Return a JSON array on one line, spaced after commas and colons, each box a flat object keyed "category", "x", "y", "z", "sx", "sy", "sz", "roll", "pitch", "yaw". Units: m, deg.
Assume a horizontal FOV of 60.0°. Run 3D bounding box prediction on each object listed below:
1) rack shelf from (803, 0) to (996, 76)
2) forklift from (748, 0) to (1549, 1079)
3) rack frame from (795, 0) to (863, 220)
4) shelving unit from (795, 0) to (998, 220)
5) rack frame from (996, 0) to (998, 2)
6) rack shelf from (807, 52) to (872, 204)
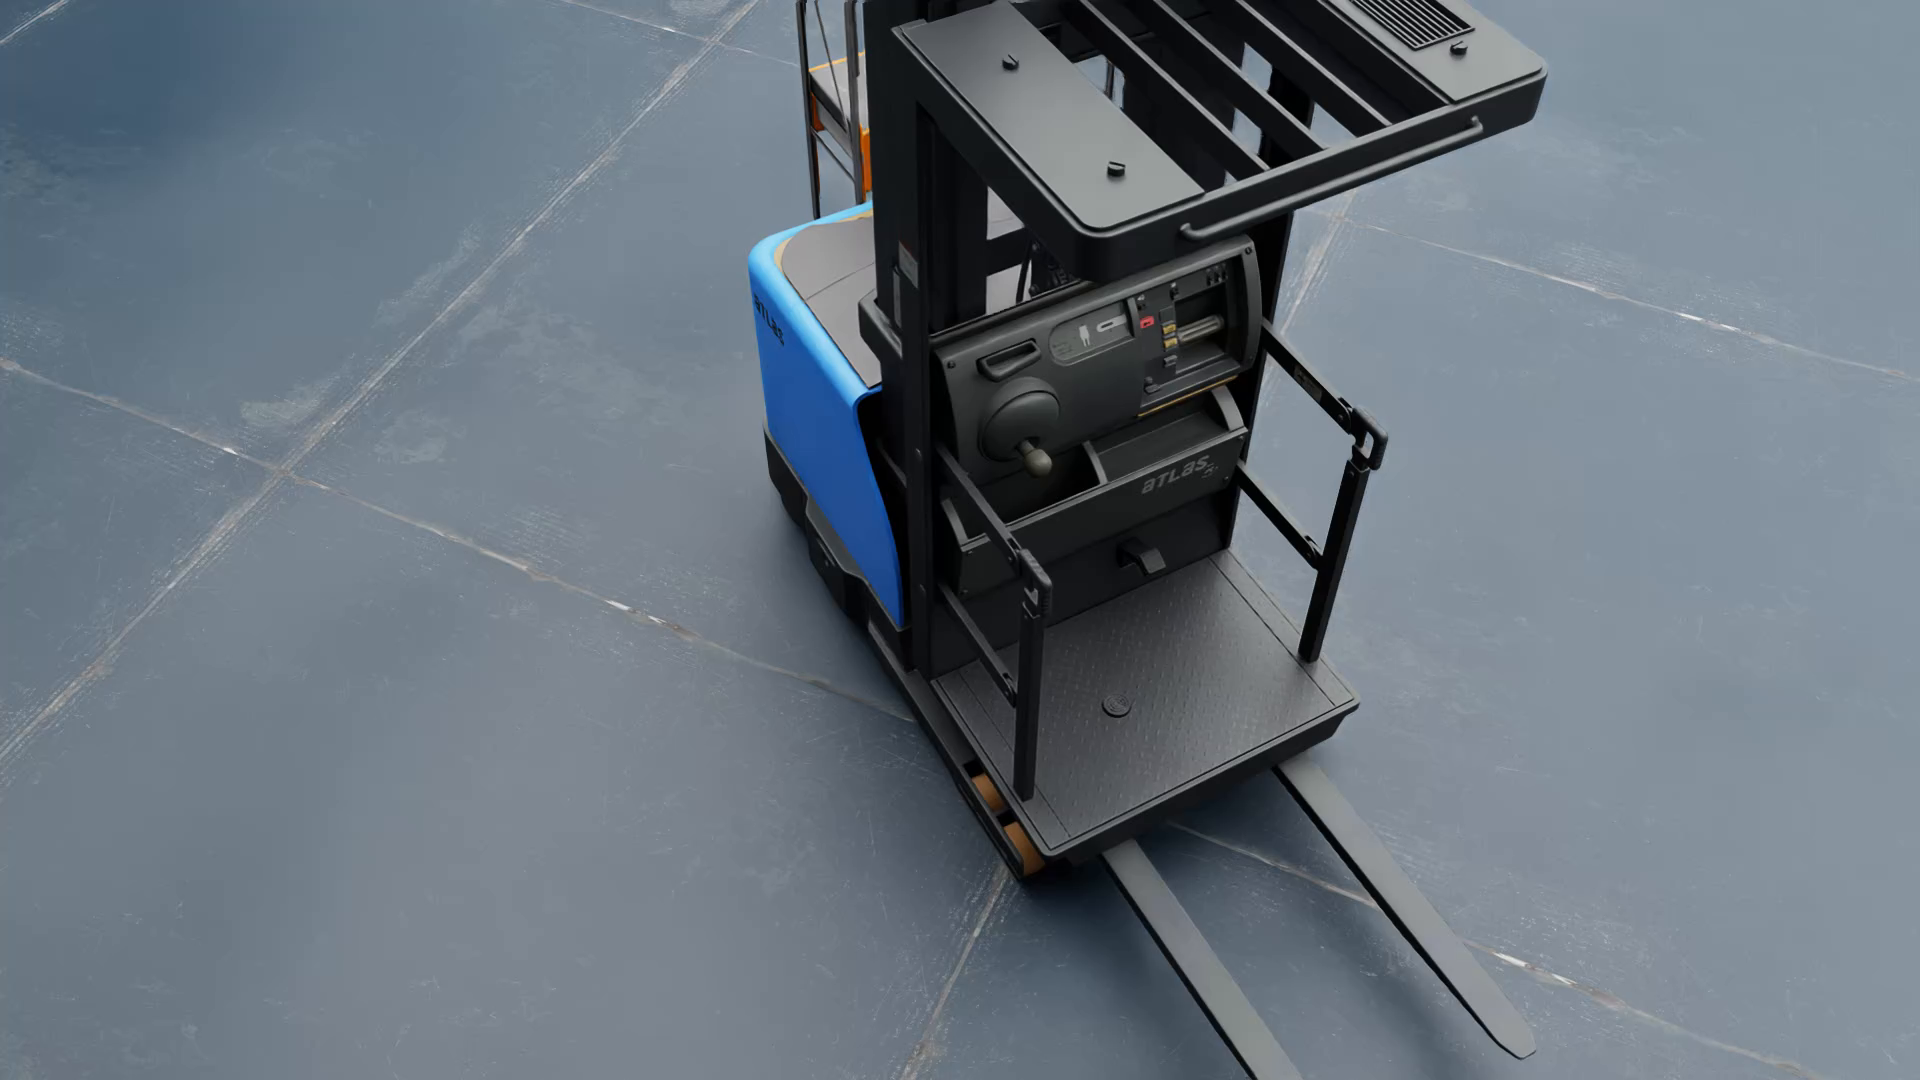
[{"category": "rack shelf", "x": -0.199, "y": -1.786, "z": 4.990, "sx": 0.480, "sy": 0.518, "sz": 0.431, "roll": -23, "pitch": 53, "yaw": -18}, {"category": "forklift", "x": 0.481, "y": -0.365, "z": 4.136, "sx": 1.130, "sy": 2.935, "sz": 3.031, "roll": -23, "pitch": 53, "yaw": -18}, {"category": "rack frame", "x": -0.413, "y": -1.251, "z": 5.436, "sx": 0.015, "sy": 2.100, "sz": 0.400, "roll": -23, "pitch": 53, "yaw": -18}, {"category": "shelving unit", "x": -0.199, "y": -1.341, "z": 5.513, "sx": 0.503, "sy": 2.100, "sz": 0.431, "roll": -23, "pitch": 53, "yaw": -18}, {"category": "rack frame", "x": 0.014, "y": -1.431, "z": 5.589, "sx": 0.015, "sy": 2.100, "sz": 0.400, "roll": -23, "pitch": 53, "yaw": -18}, {"category": "rack shelf", "x": -0.199, "y": -1.332, "z": 5.523, "sx": 0.480, "sy": 0.518, "sz": 0.431, "roll": -23, "pitch": 53, "yaw": -18}]
